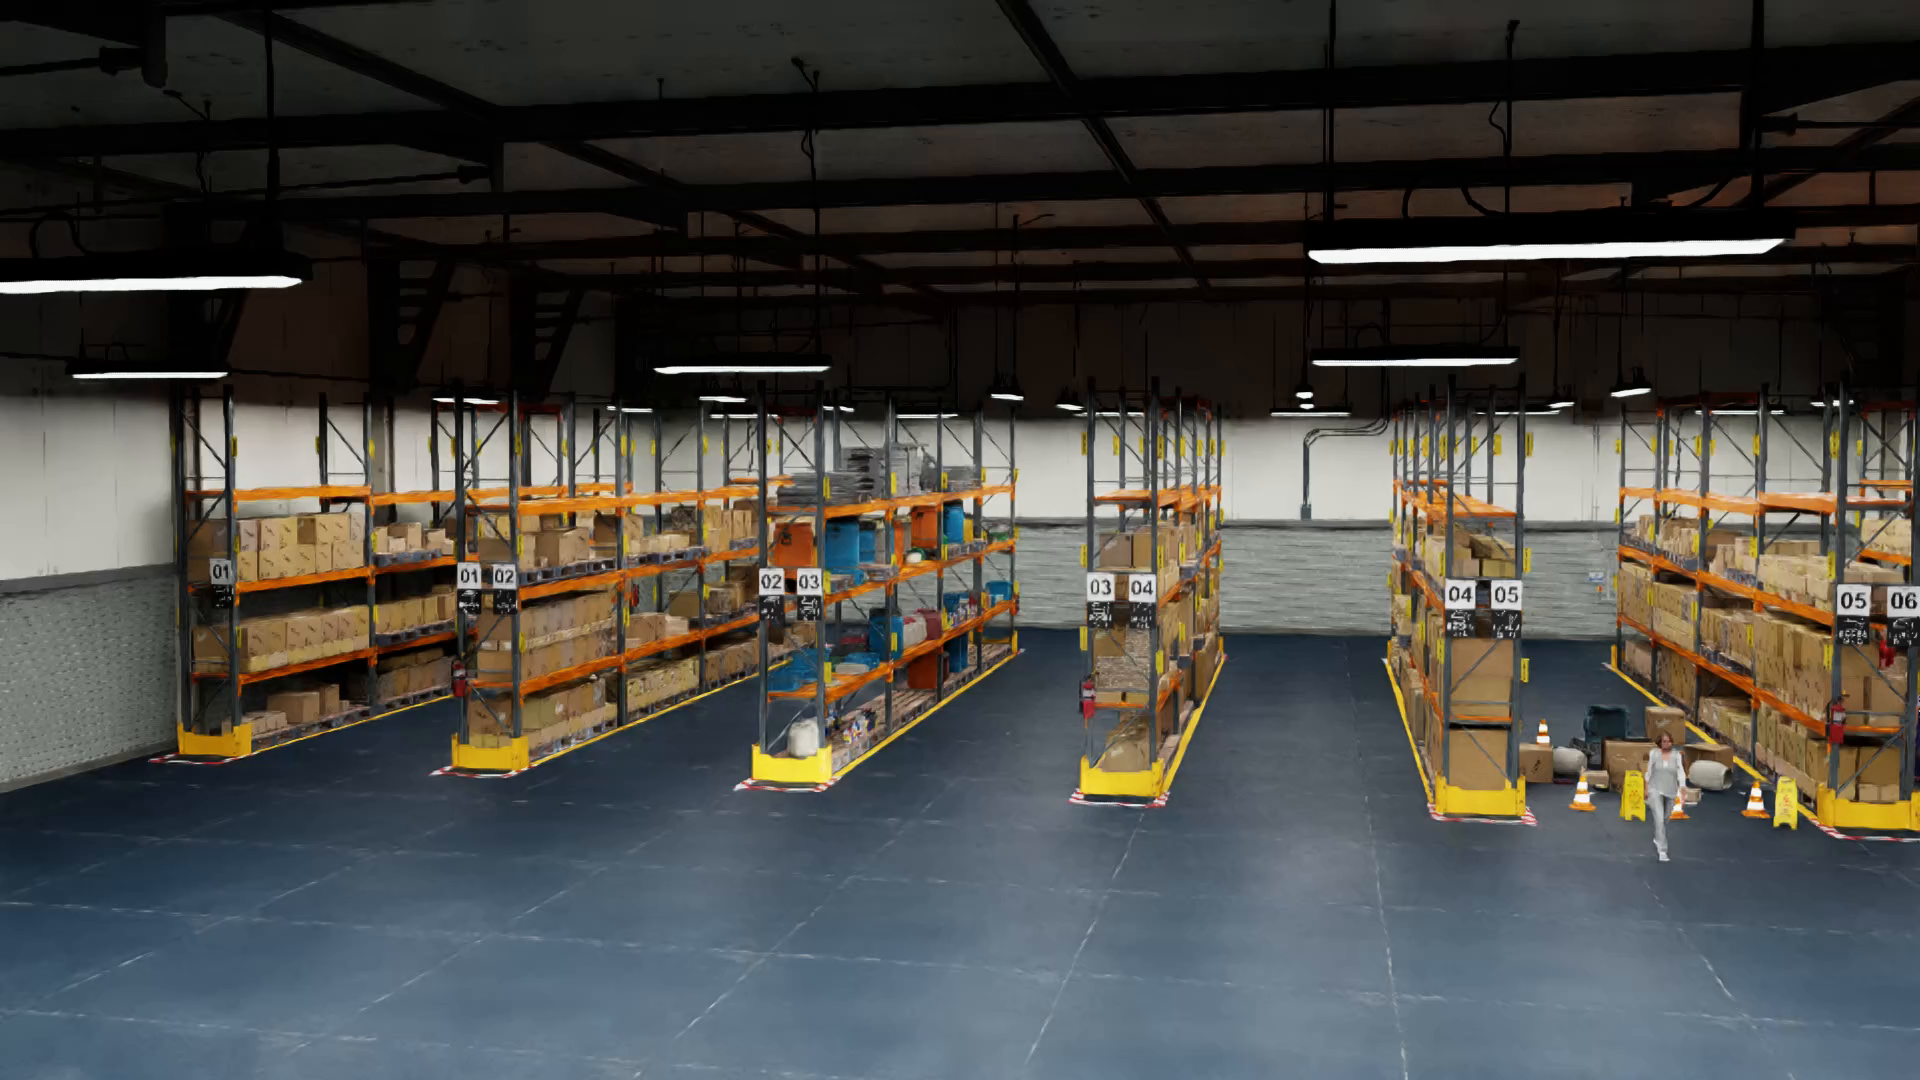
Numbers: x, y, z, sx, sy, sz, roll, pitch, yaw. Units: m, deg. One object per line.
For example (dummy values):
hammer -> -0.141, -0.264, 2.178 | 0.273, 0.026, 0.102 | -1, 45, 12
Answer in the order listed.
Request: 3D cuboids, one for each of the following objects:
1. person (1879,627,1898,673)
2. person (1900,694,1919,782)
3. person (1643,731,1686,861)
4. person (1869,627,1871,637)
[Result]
person -> 16.739, 2.438, 30.155 | 0.597, 1.721, 0.668 | 2, 4, 36
person -> 14.312, 2.775, 24.947 | 0.464, 1.652, 0.523 | 3, 4, 43
person -> 8.619, 3.084, 20.321 | 0.430, 1.539, 0.949 | 1, 3, 11
person -> 20.614, 2.001, 38.004 | 0.699, 1.770, 0.554 | -1, 3, -15
